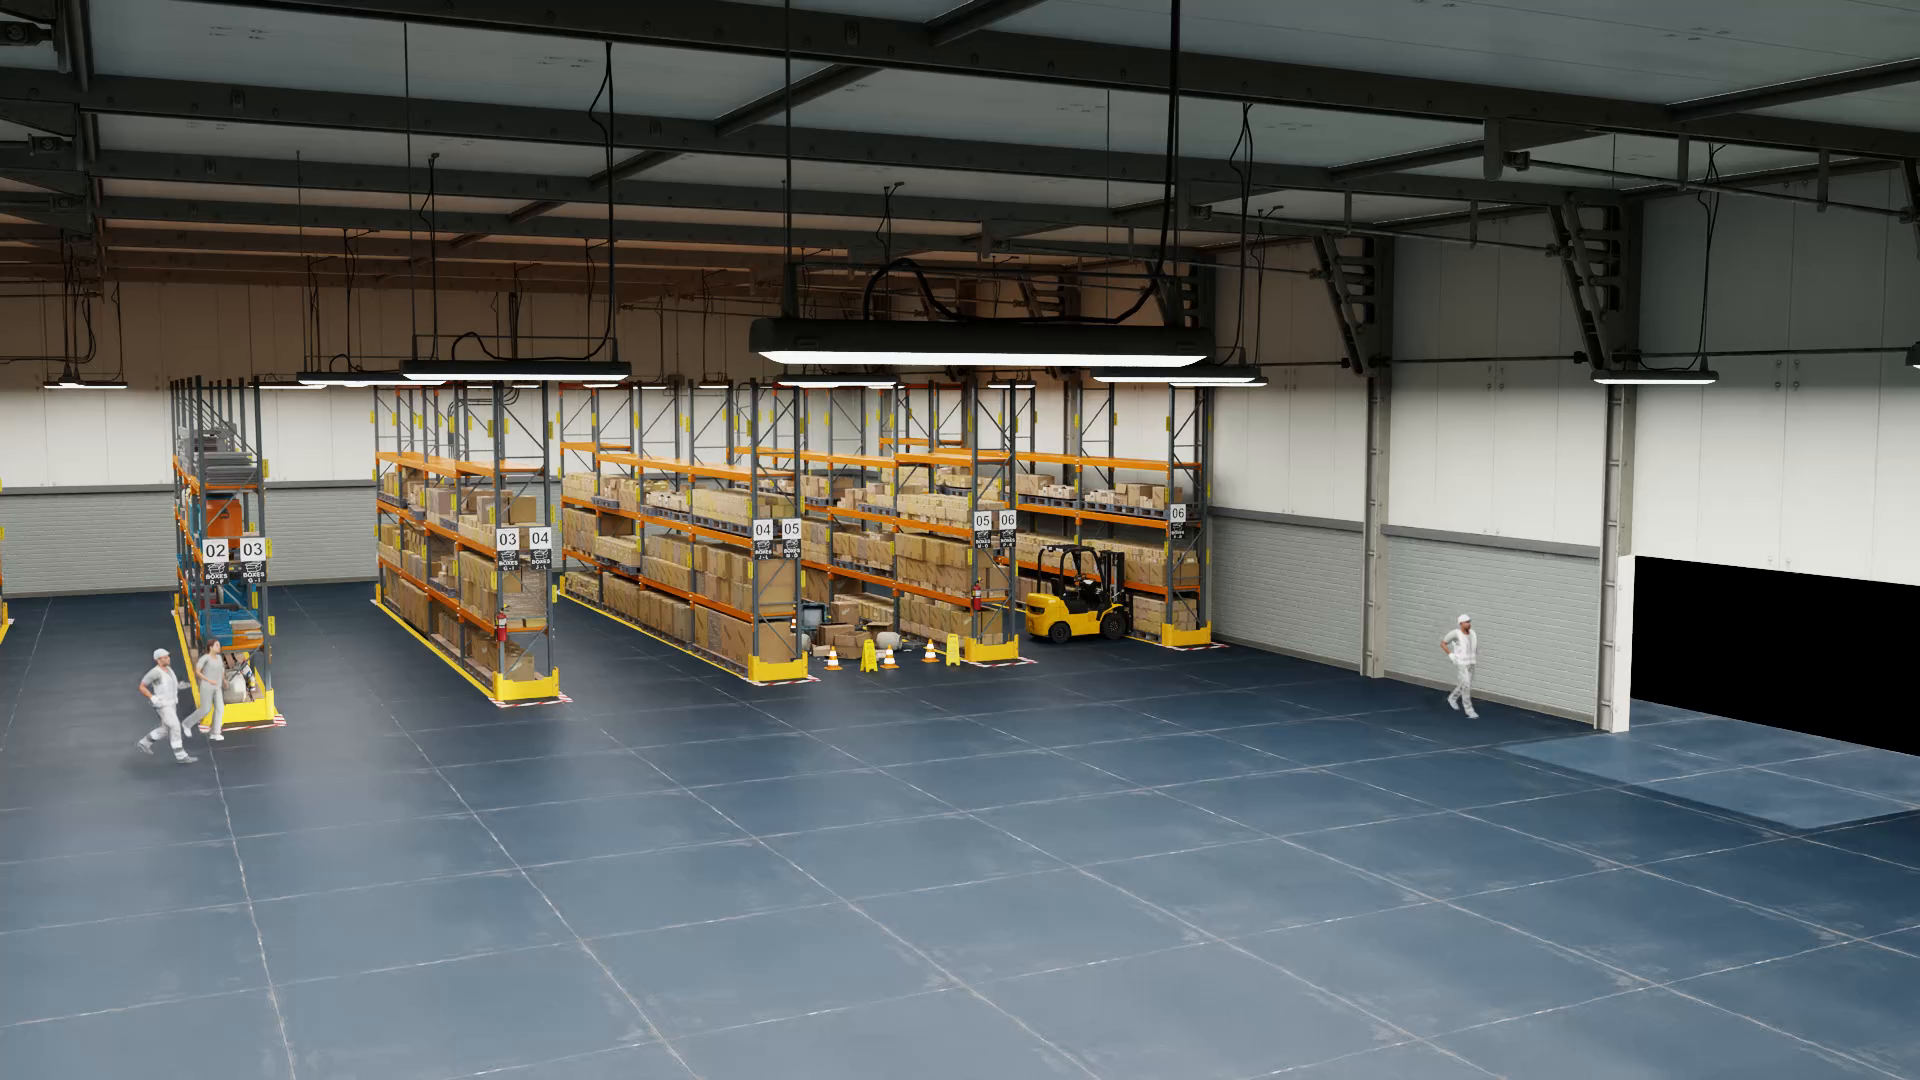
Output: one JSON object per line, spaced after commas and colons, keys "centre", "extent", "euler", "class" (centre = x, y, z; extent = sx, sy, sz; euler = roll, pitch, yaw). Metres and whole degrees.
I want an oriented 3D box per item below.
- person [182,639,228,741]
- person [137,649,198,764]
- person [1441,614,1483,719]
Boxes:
{"centre": [-12.401, 2.452, 27.542], "extent": [0.815, 1.640, 0.639], "euler": [2, 5, 18], "class": "person"}
{"centre": [-12.233, 2.549, 25.578], "extent": [0.979, 1.766, 0.666], "euler": [0, 5, 1], "class": "person"}
{"centre": [8.910, 2.204, 29.424], "extent": [0.677, 1.793, 0.862], "euler": [-3, 6, -28], "class": "person"}
